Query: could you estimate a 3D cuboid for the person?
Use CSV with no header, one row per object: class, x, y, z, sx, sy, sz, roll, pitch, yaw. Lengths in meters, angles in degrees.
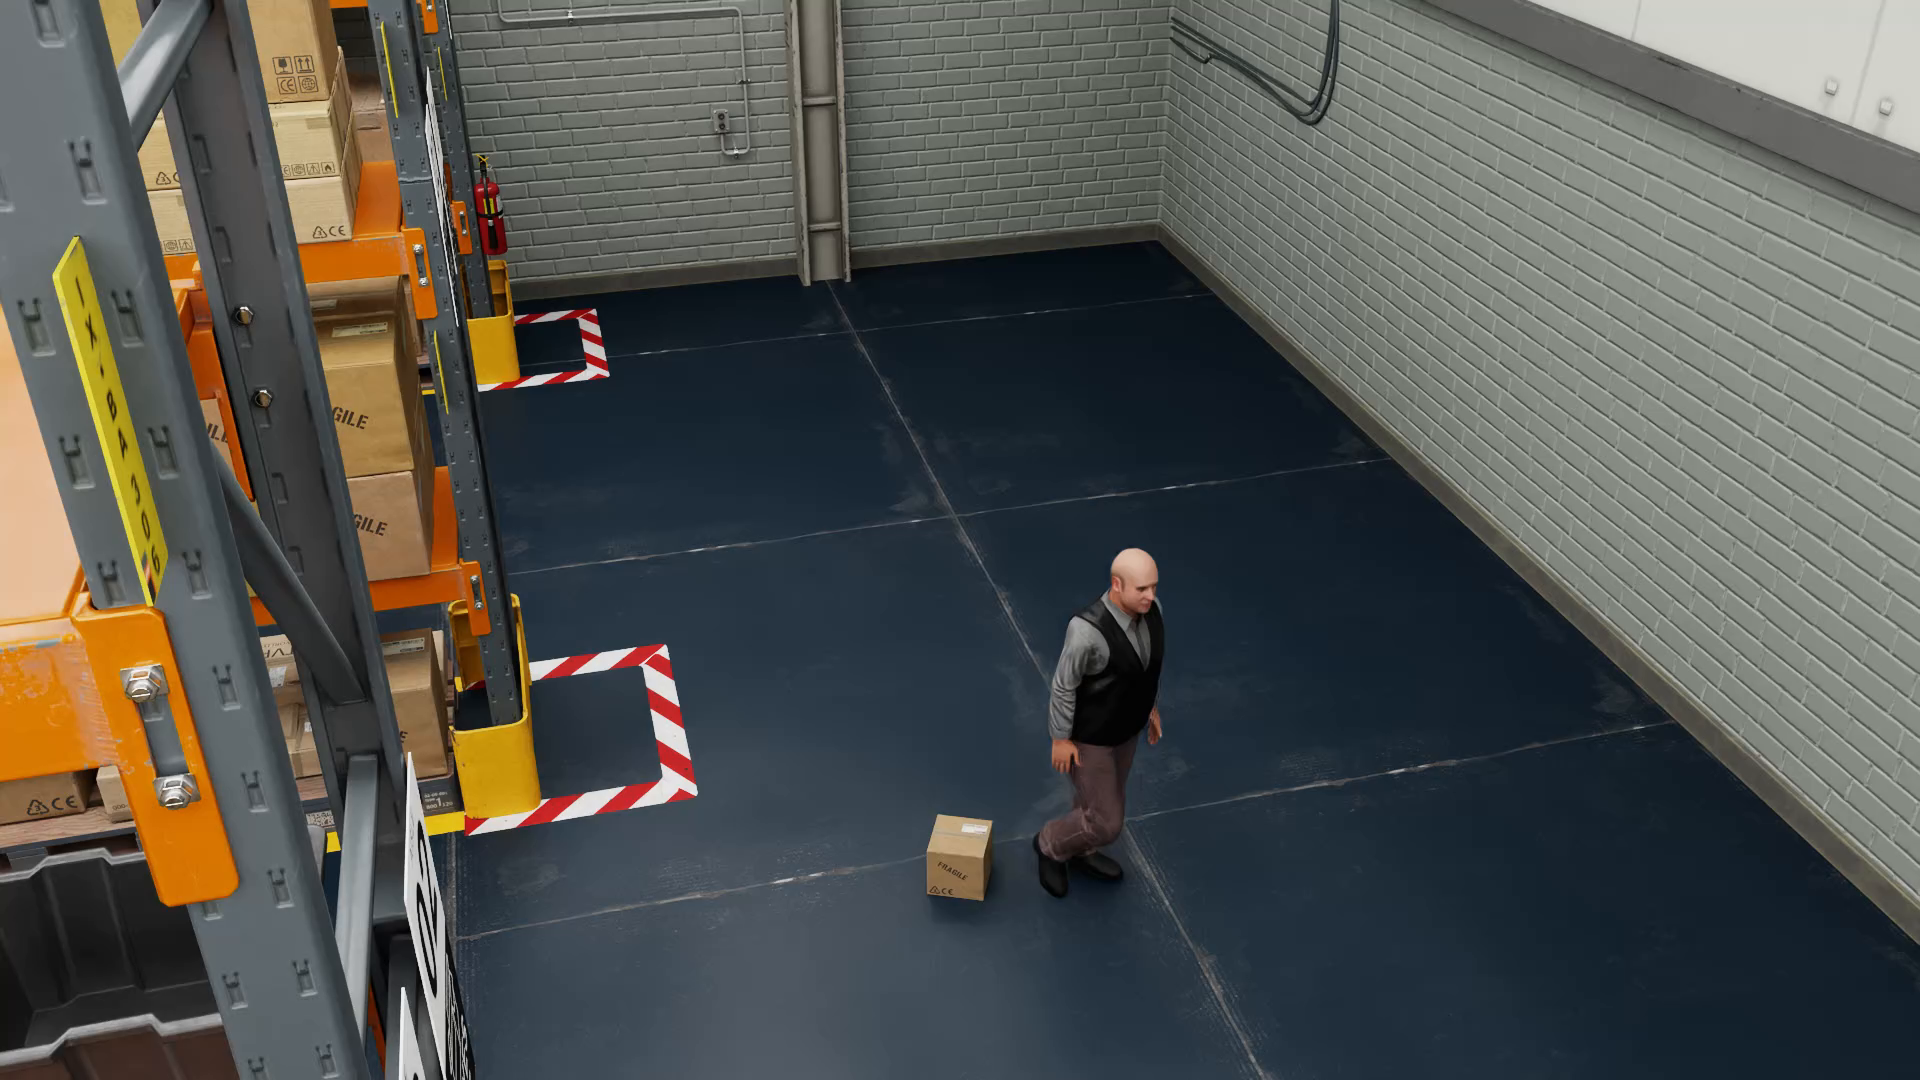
person,0.578,0.765,6.905,0.466,1.718,0.573,23,37,34
